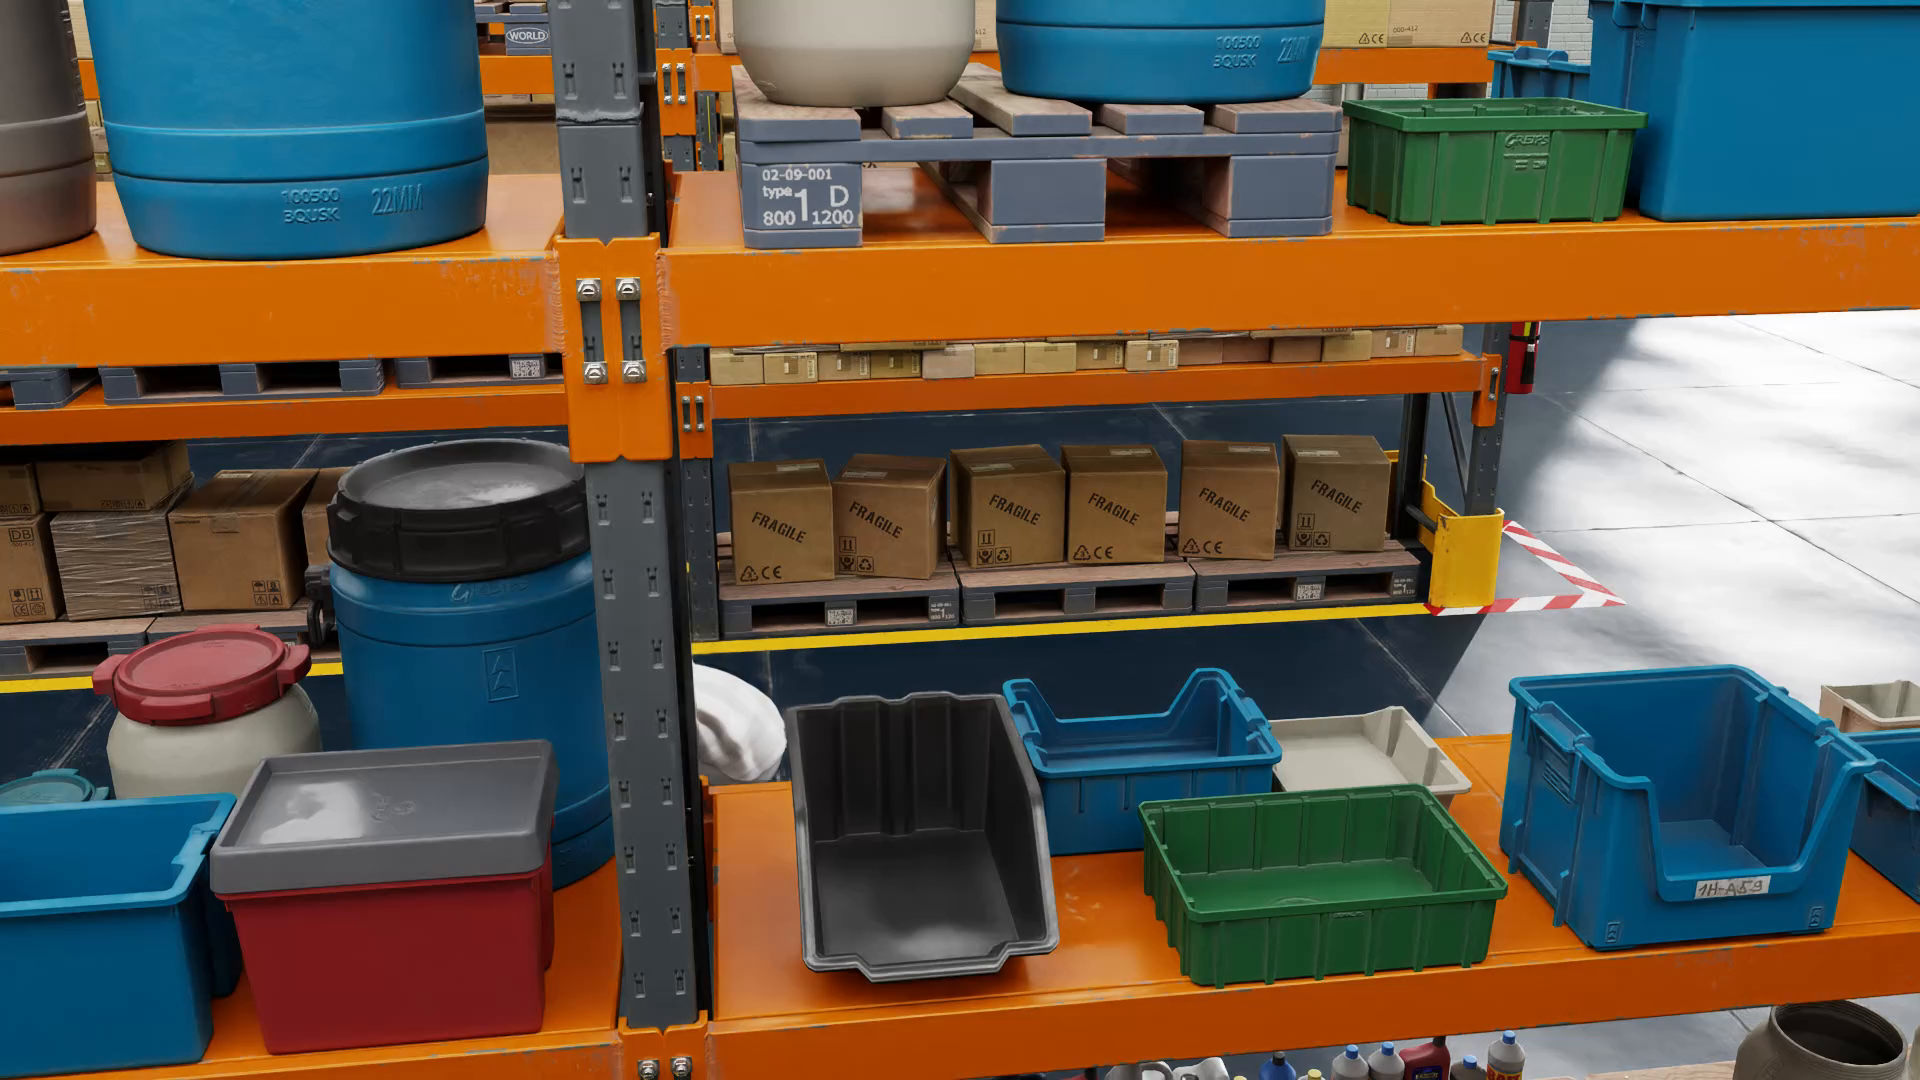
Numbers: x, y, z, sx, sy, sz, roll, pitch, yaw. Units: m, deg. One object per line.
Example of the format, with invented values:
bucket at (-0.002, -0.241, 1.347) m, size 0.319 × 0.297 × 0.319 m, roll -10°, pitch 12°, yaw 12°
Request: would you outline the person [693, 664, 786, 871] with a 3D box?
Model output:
person at (-1.096, 0.793, 6.089) m, size 0.912 × 0.930 × 0.535 m, roll -3°, pitch 20°, yaw -8°
